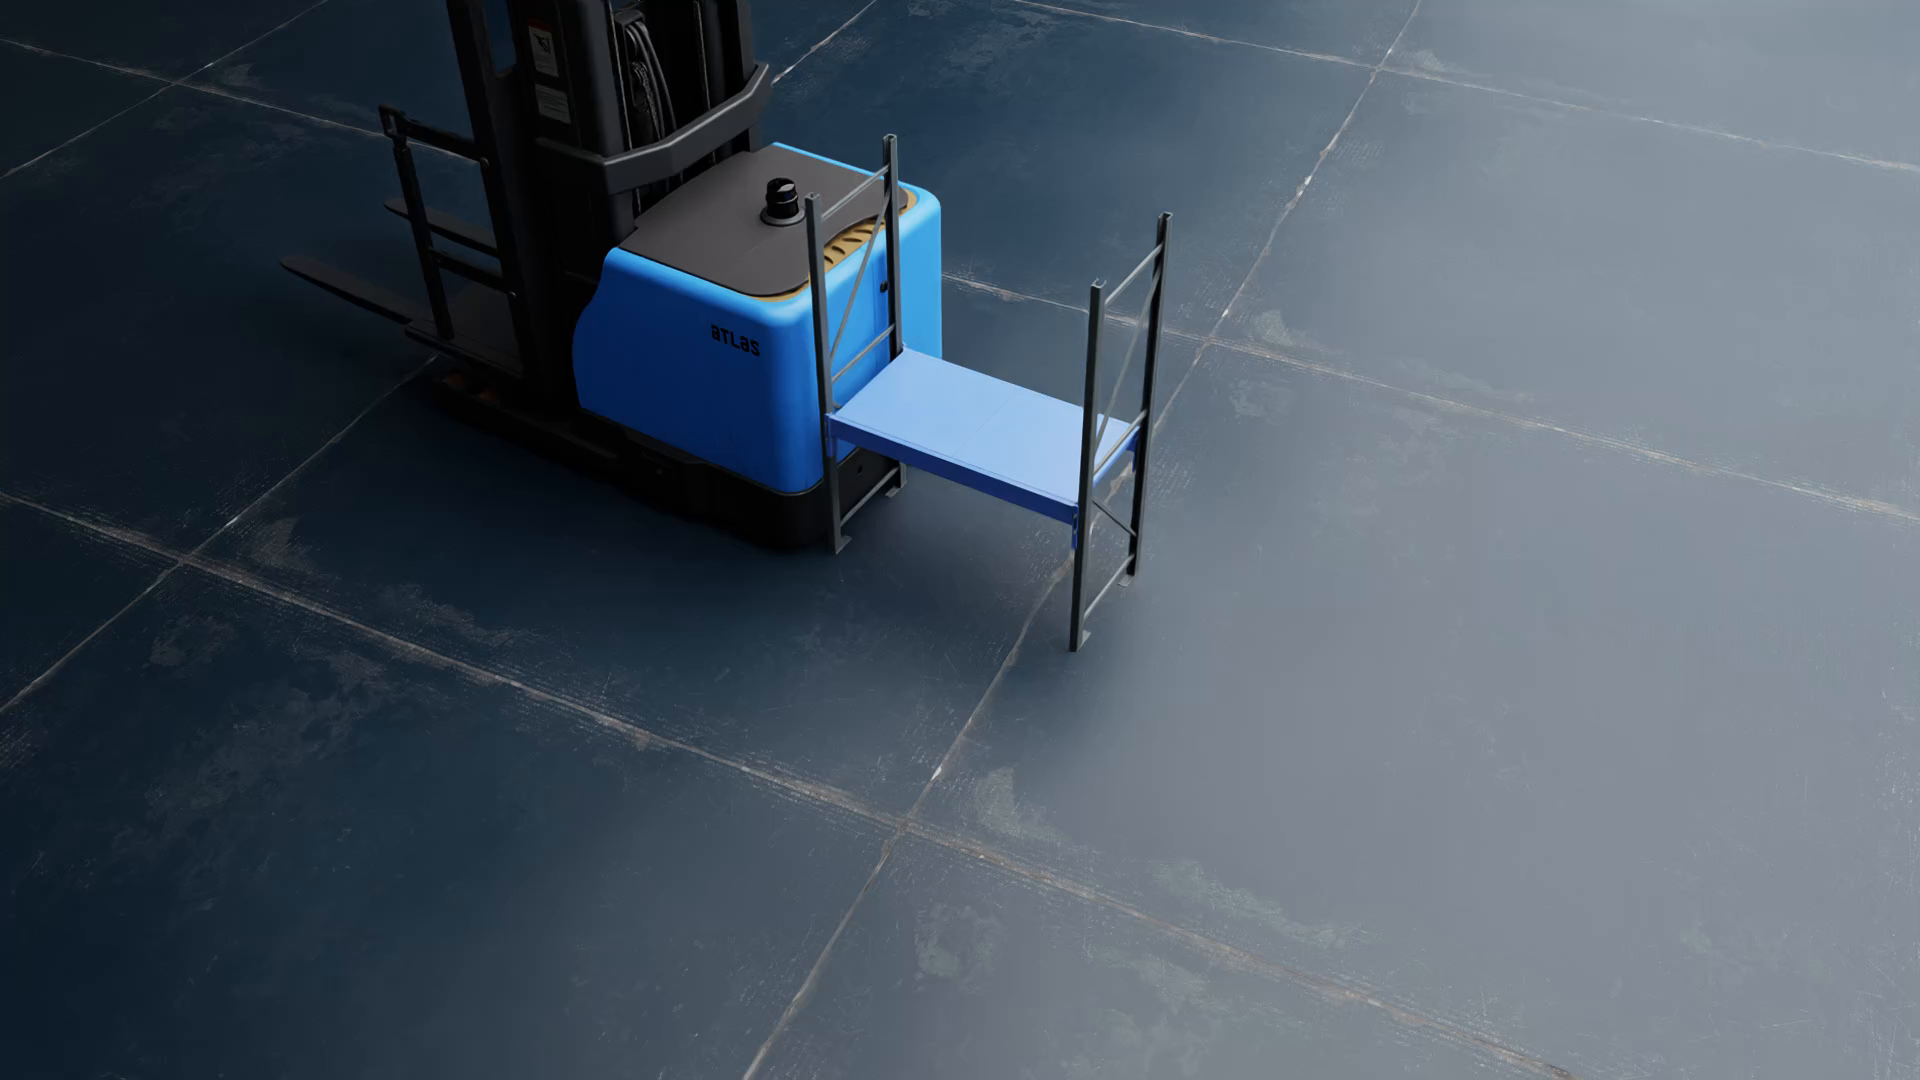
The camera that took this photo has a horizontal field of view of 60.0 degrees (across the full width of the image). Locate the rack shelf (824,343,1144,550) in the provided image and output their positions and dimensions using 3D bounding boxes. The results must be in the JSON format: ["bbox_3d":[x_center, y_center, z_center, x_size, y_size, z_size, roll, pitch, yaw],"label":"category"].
[{"bbox_3d":[0.086,-0.348,5.830,1.000,0.185,0.538,21,45,23],"label":"rack shelf"}]

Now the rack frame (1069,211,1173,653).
[{"bbox_3d":[0.523,-0.314,5.517,0.032,1.500,0.500,21,45,23],"label":"rack frame"}]

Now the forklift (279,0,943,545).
[{"bbox_3d":[-1.575,-1.830,6.173,3.031,2.935,1.130,23,46,24],"label":"forklift"}]

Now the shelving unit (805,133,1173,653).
[{"bbox_3d":[0.086,-0.484,5.712,1.048,1.500,0.538,21,45,23],"label":"shelving unit"}]

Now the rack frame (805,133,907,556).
[{"bbox_3d":[-0.352,-0.653,5.908,0.032,1.500,0.500,21,45,23],"label":"rack frame"}]
